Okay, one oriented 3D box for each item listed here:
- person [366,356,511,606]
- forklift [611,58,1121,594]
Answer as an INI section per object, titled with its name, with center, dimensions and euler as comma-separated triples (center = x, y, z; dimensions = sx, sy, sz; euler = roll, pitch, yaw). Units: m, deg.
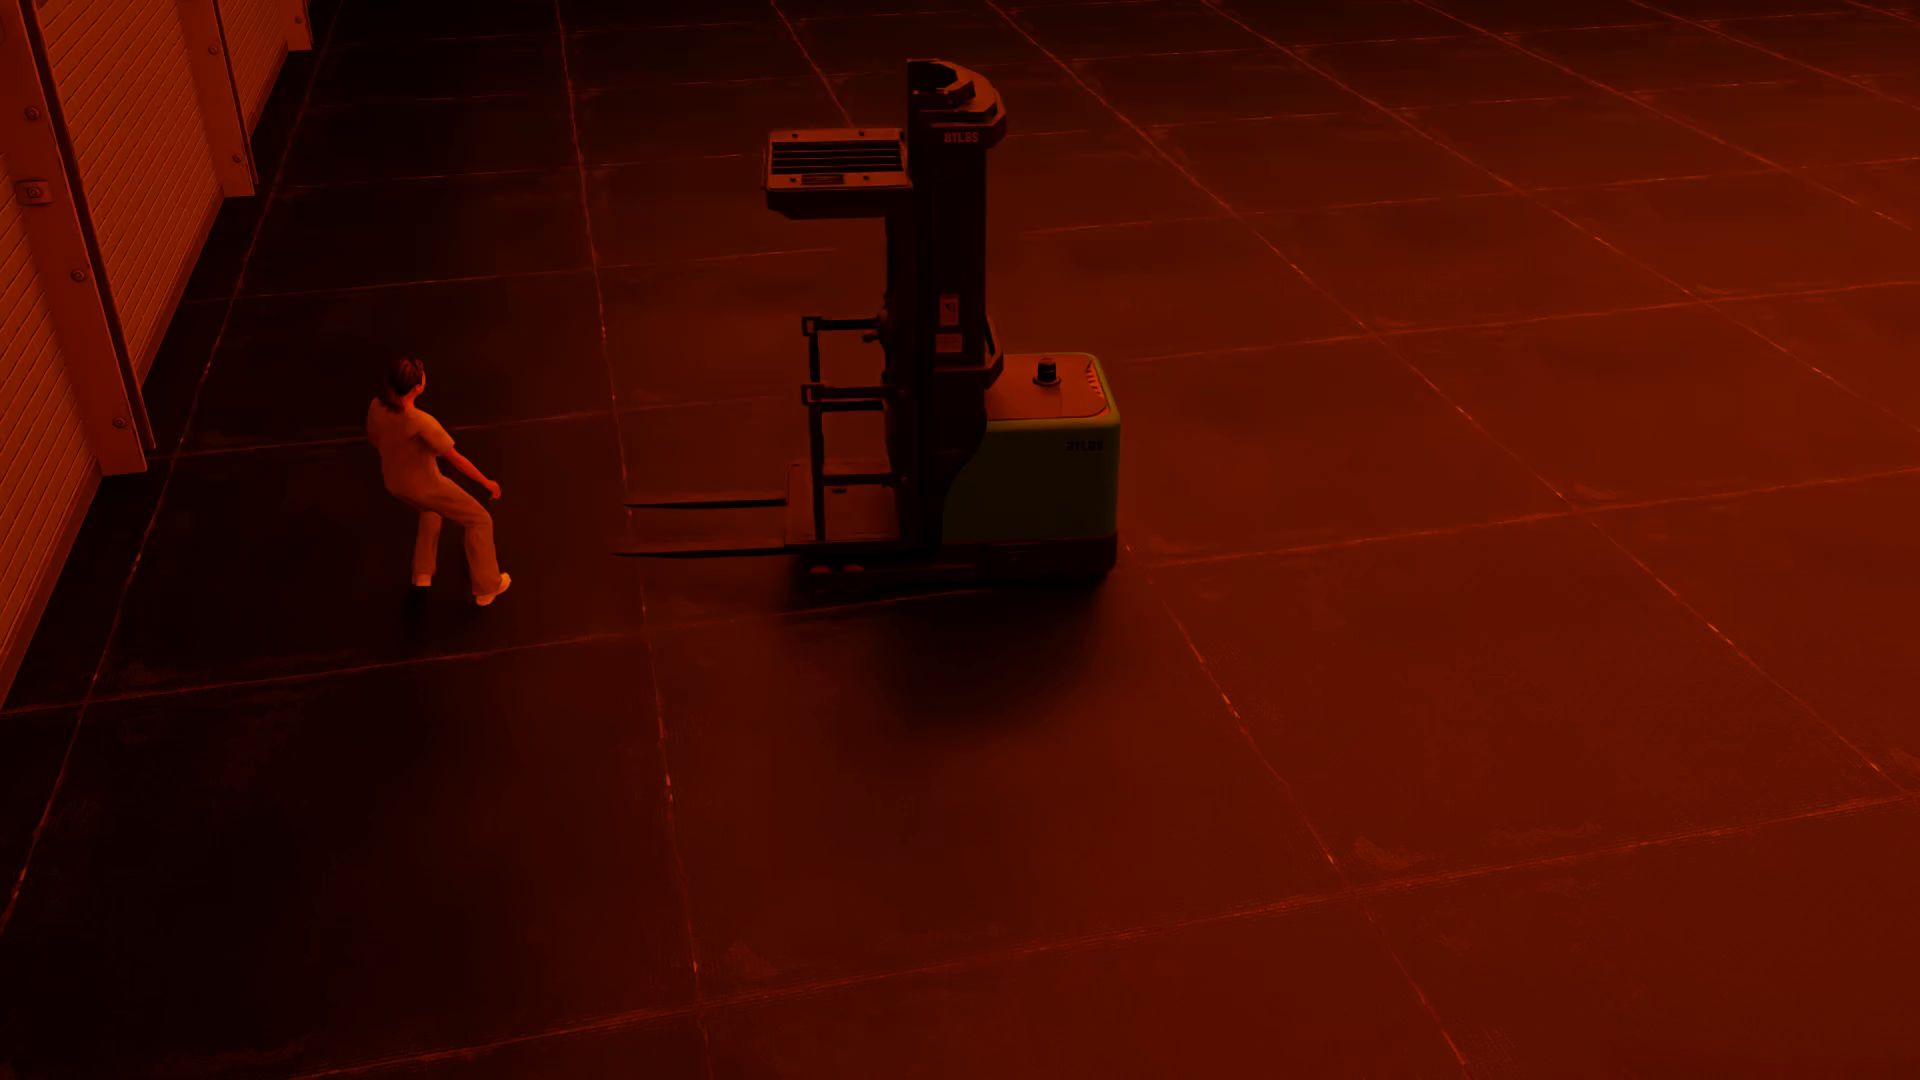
[person]
center = -3.017, -0.354, 9.542
dimensions = 0.717, 1.573, 0.522
euler = 13, 33, 22
[forklift]
center = -0.598, -1.222, 9.685
dimensions = 3.031, 2.935, 1.130
euler = -2, 30, -4
